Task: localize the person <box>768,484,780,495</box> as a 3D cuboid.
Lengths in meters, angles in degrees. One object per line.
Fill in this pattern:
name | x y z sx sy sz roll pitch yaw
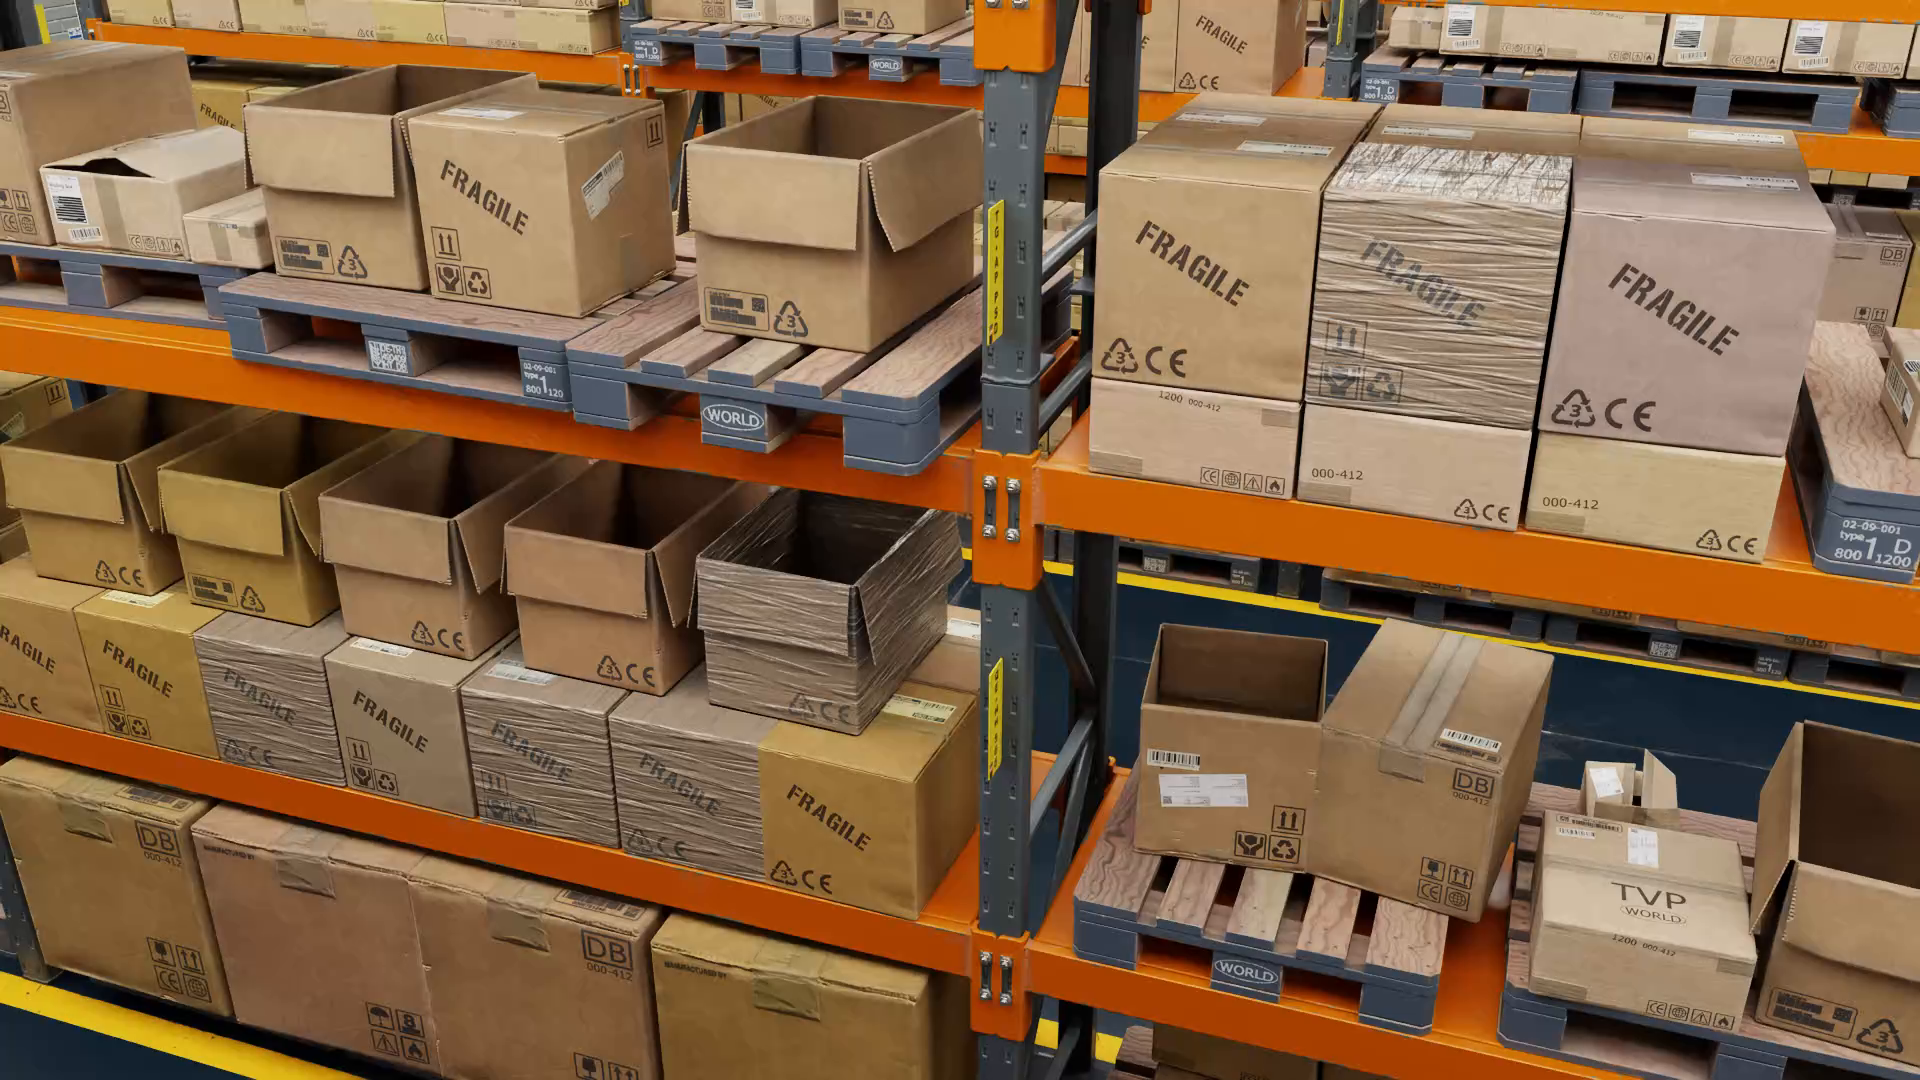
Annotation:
person | -0.732 0.064 8.070 0.936 1.743 0.656 11 28 22
